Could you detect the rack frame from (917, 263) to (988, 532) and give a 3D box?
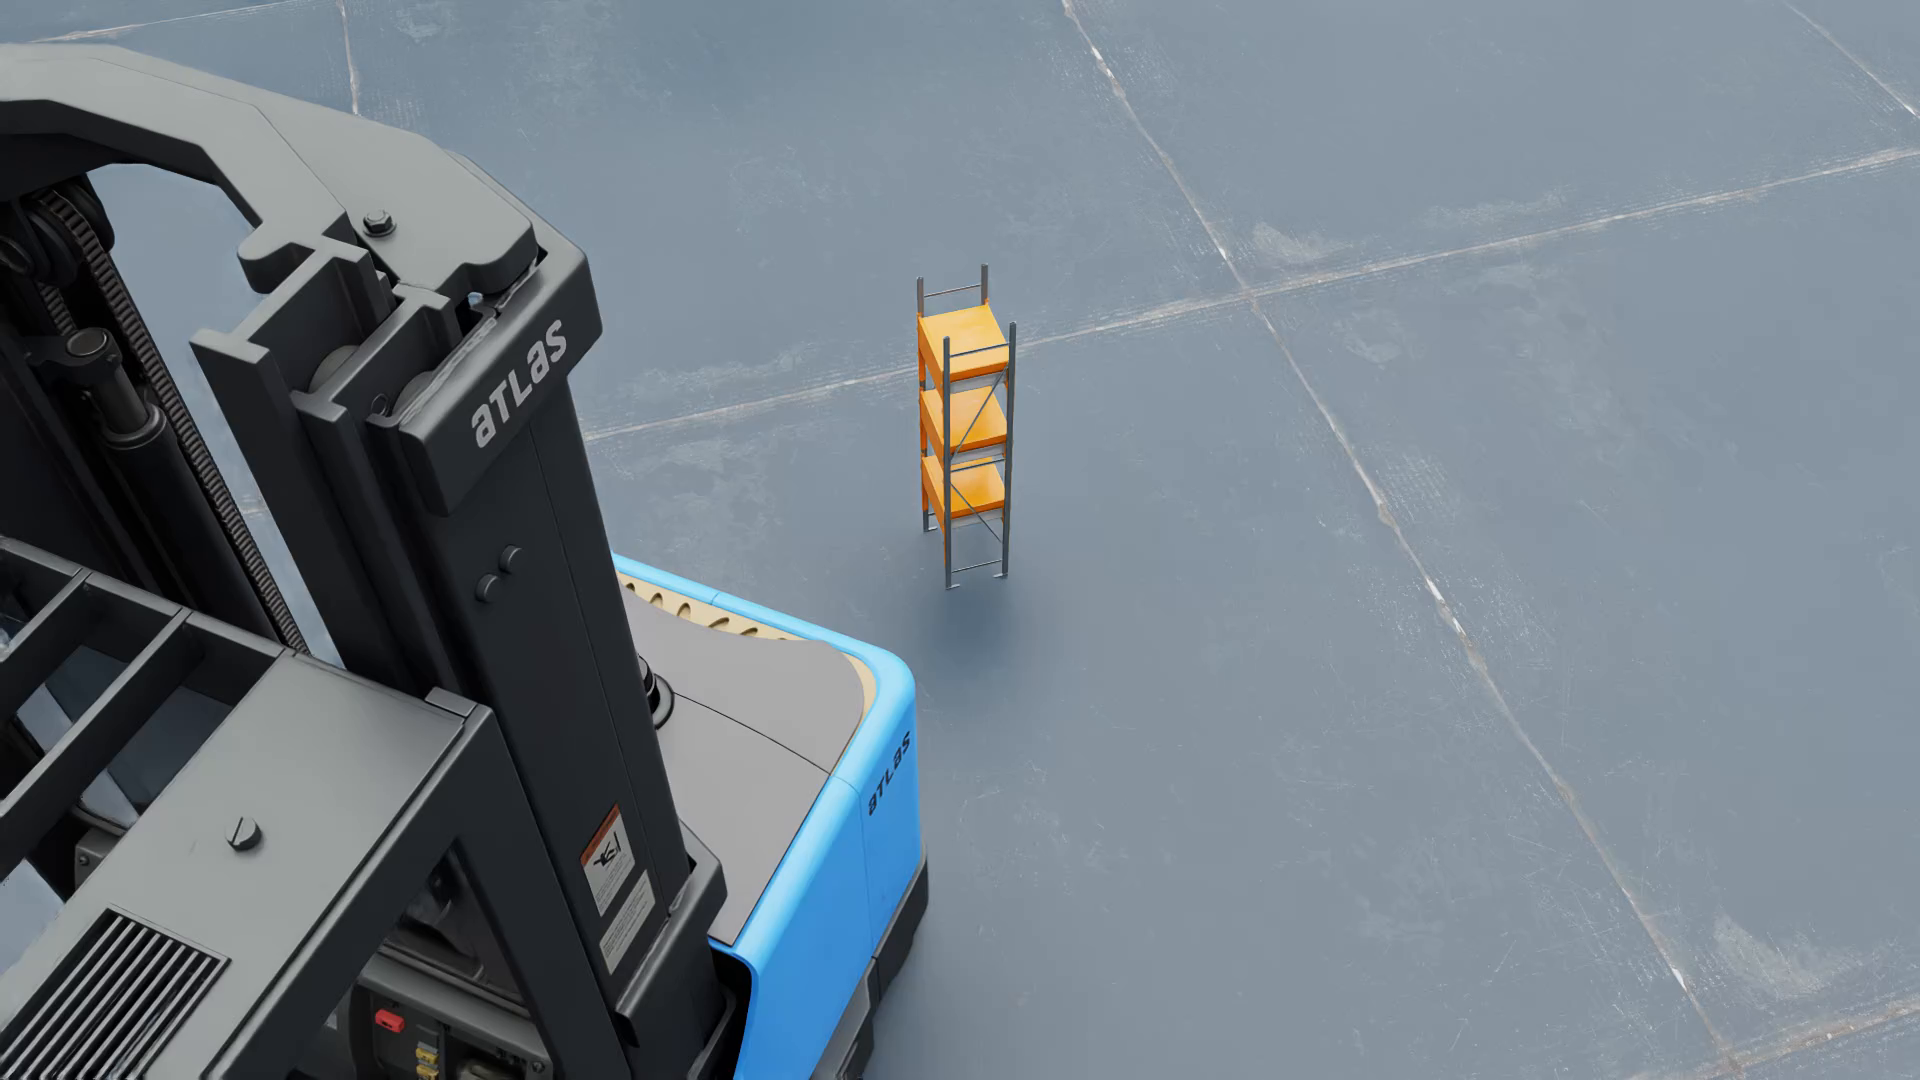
[{"bbox_3d":[-0.020,-0.388,4.891,0.200,1.050,0.008,-13,51,-11],"label":"rack frame"}]

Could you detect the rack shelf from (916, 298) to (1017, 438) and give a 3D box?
[{"bbox_3d":[0.016,-0.475,4.607,0.215,0.259,0.240,-13,51,-11],"label":"rack shelf"}]

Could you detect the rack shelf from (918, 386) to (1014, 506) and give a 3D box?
[{"bbox_3d":[0.016,-0.292,4.824,0.215,0.259,0.240,-13,51,-11],"label":"rack shelf"}]

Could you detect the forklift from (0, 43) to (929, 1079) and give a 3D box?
[{"bbox_3d":[-1.135,0.898,2.576,1.130,2.935,3.031,18,52,15],"label":"forklift"}]

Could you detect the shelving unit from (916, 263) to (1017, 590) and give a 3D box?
[{"bbox_3d":[0.016,-0.299,4.816,0.215,1.050,0.252,-13,51,-11],"label":"shelving unit"}]

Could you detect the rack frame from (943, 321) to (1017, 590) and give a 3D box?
[{"bbox_3d":[0.052,-0.210,4.741,0.200,1.050,0.008,-13,51,-11],"label":"rack frame"}]

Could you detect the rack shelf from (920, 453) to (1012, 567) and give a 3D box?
[{"bbox_3d":[0.016,-0.113,5.036,0.215,0.259,0.240,-13,51,-11],"label":"rack shelf"}]
